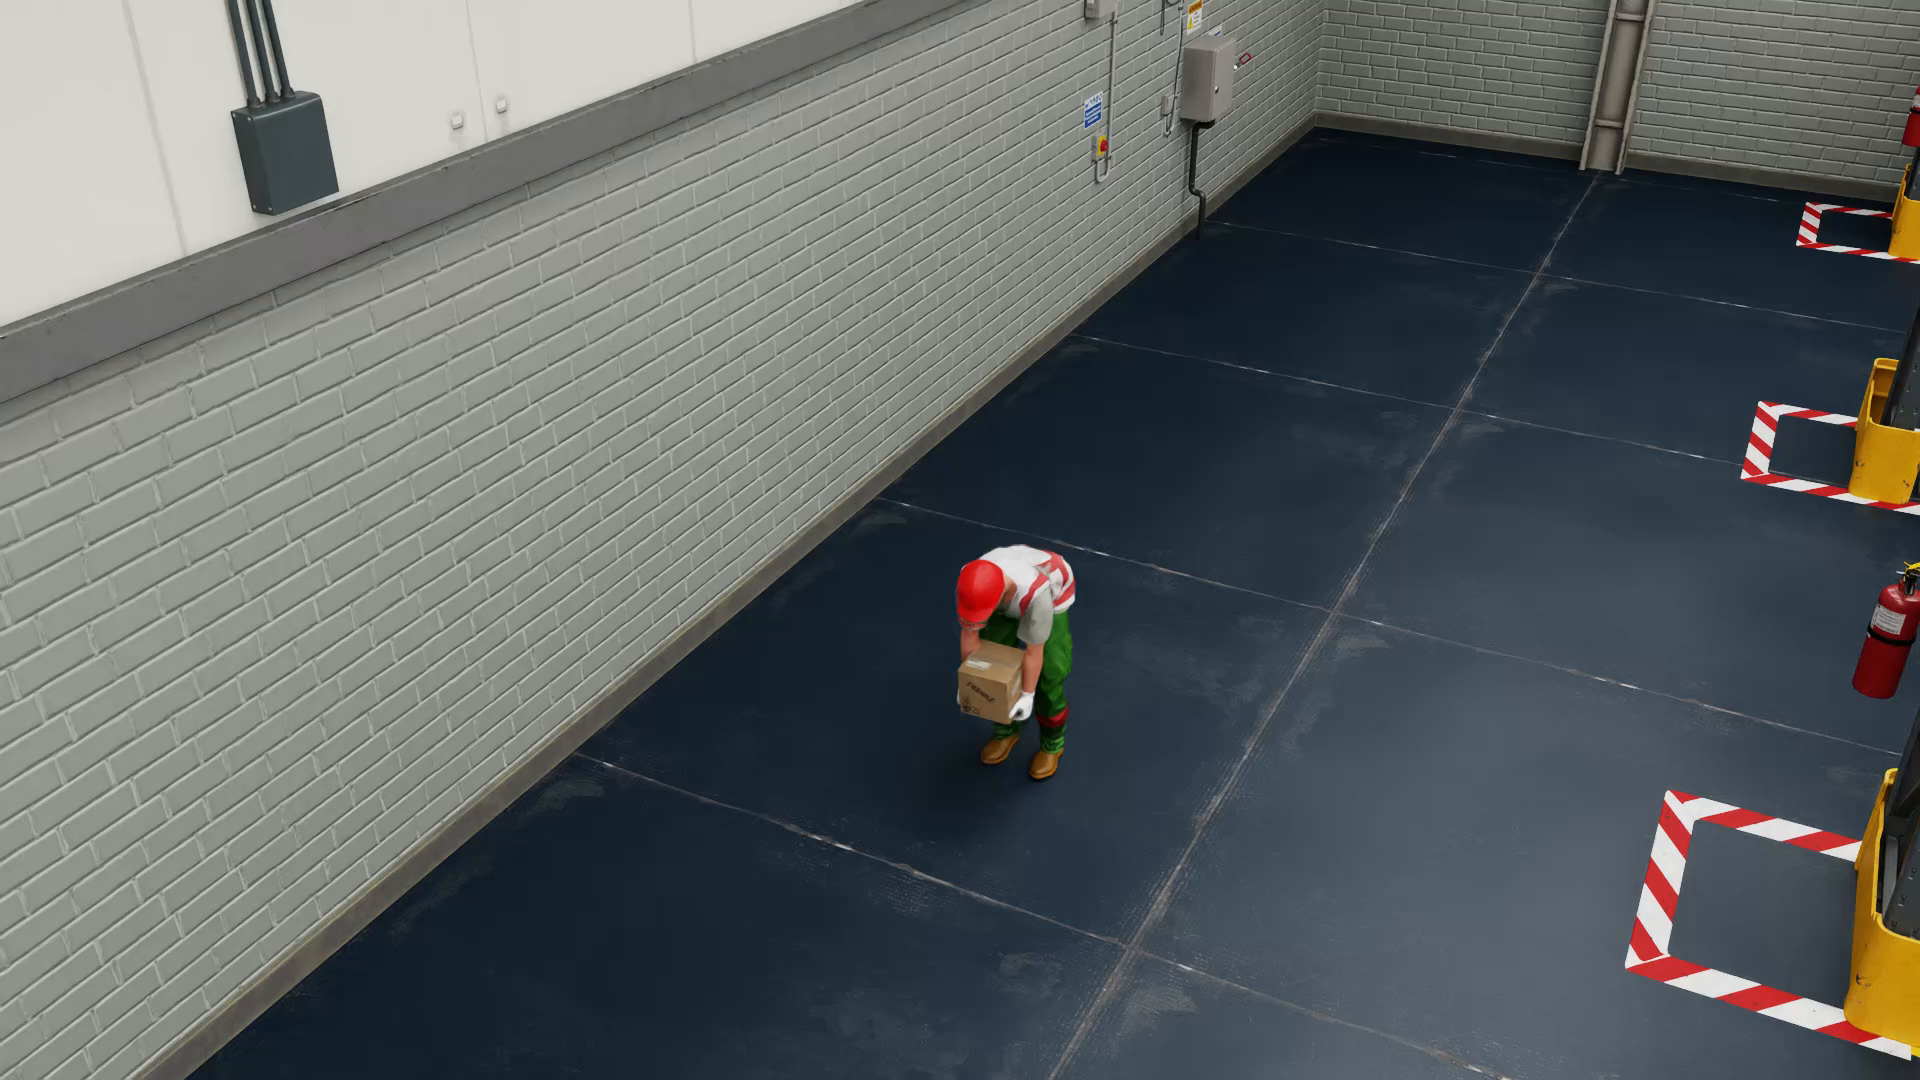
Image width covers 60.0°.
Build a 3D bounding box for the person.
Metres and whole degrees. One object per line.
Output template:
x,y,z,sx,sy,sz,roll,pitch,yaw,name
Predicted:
0.221,0.552,7.691,0.484,1.402,0.887,13,32,22,person
